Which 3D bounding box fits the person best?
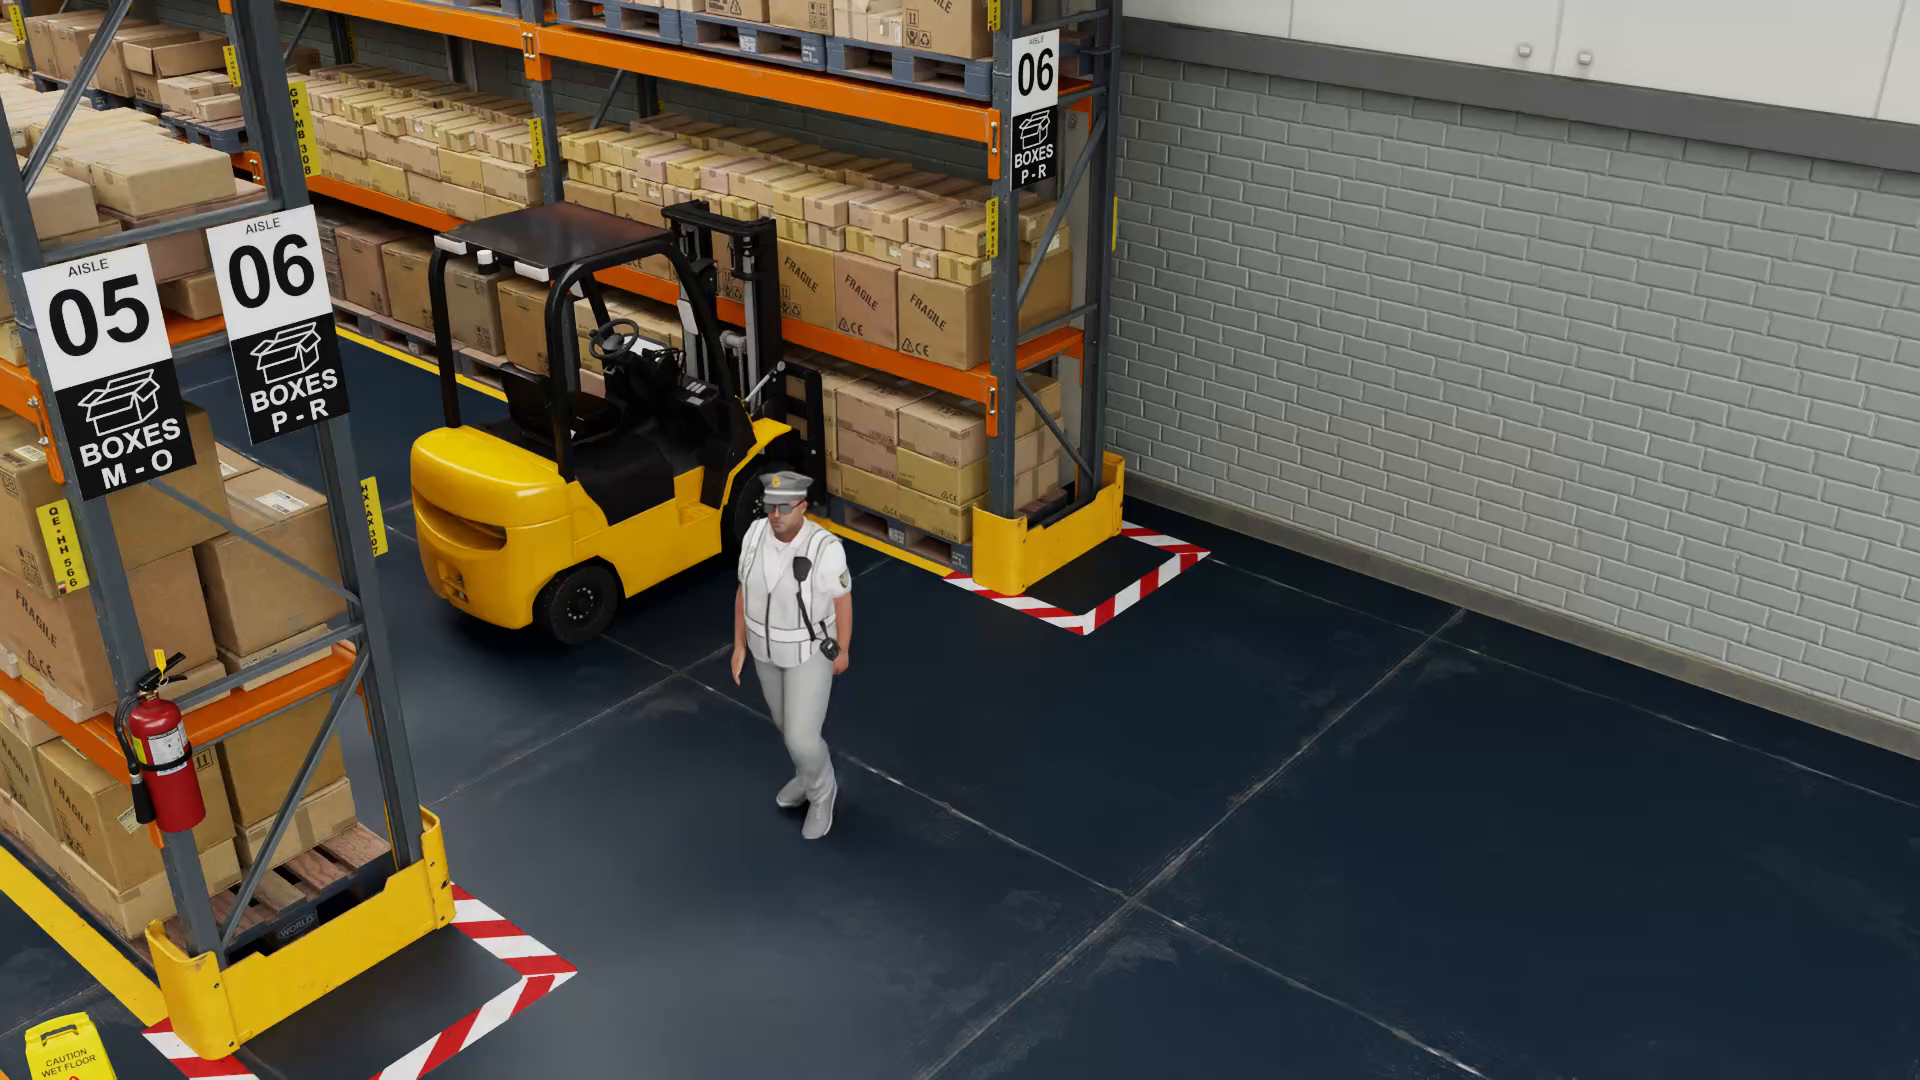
[{"bbox_3d":[-0.776,0.520,7.594,0.525,1.838,0.504,13,30,24],"label":"person"}]
